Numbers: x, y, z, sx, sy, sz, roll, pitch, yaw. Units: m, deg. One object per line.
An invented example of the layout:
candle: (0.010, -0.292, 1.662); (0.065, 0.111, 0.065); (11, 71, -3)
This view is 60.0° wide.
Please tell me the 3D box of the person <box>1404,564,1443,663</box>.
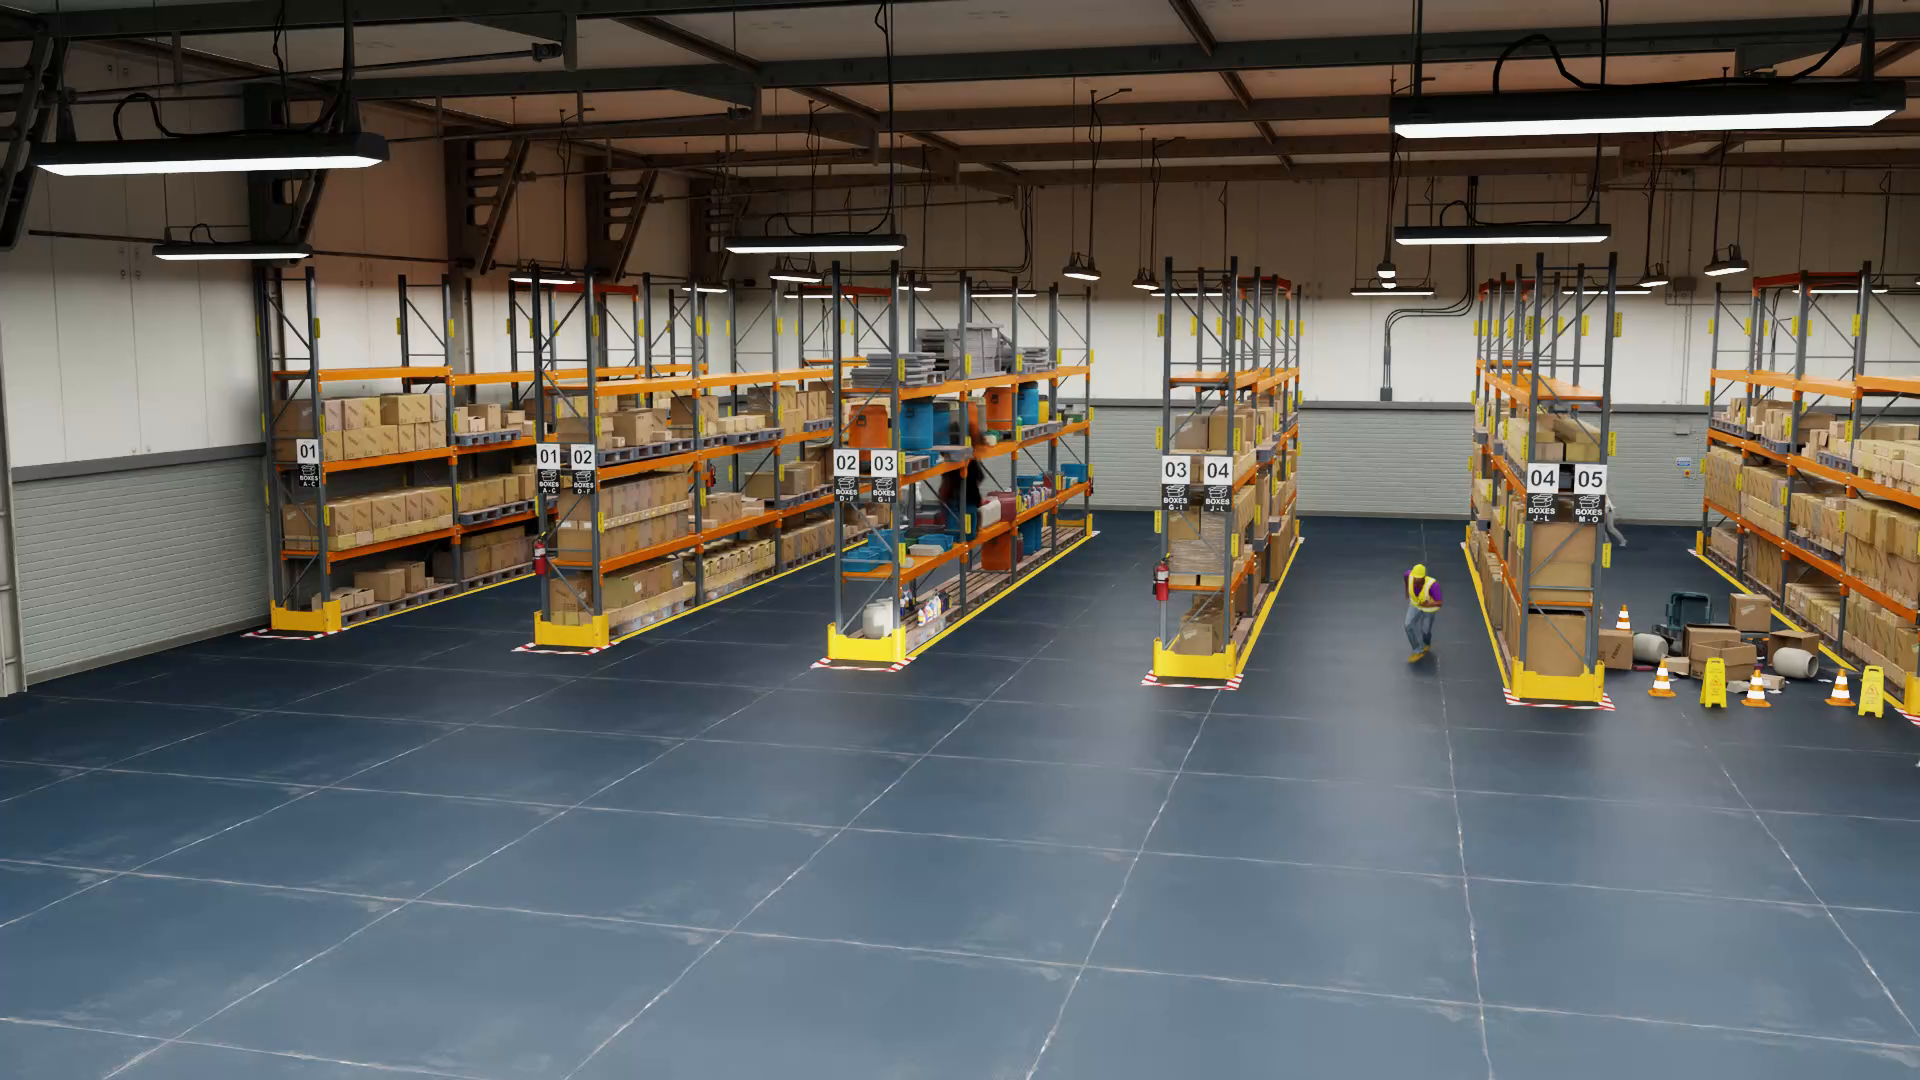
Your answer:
person: (7.025, 1.078, 25.188); (0.695, 1.541, 1.169); (4, 8, 31)

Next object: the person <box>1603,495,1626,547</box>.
person: (14.903, -0.601, 38.323); (0.845, 1.517, 0.613); (0, 7, -1)

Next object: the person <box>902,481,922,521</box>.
person: (-1.267, -1.281, 42.669); (0.665, 1.825, 0.810); (-4, 9, -32)
